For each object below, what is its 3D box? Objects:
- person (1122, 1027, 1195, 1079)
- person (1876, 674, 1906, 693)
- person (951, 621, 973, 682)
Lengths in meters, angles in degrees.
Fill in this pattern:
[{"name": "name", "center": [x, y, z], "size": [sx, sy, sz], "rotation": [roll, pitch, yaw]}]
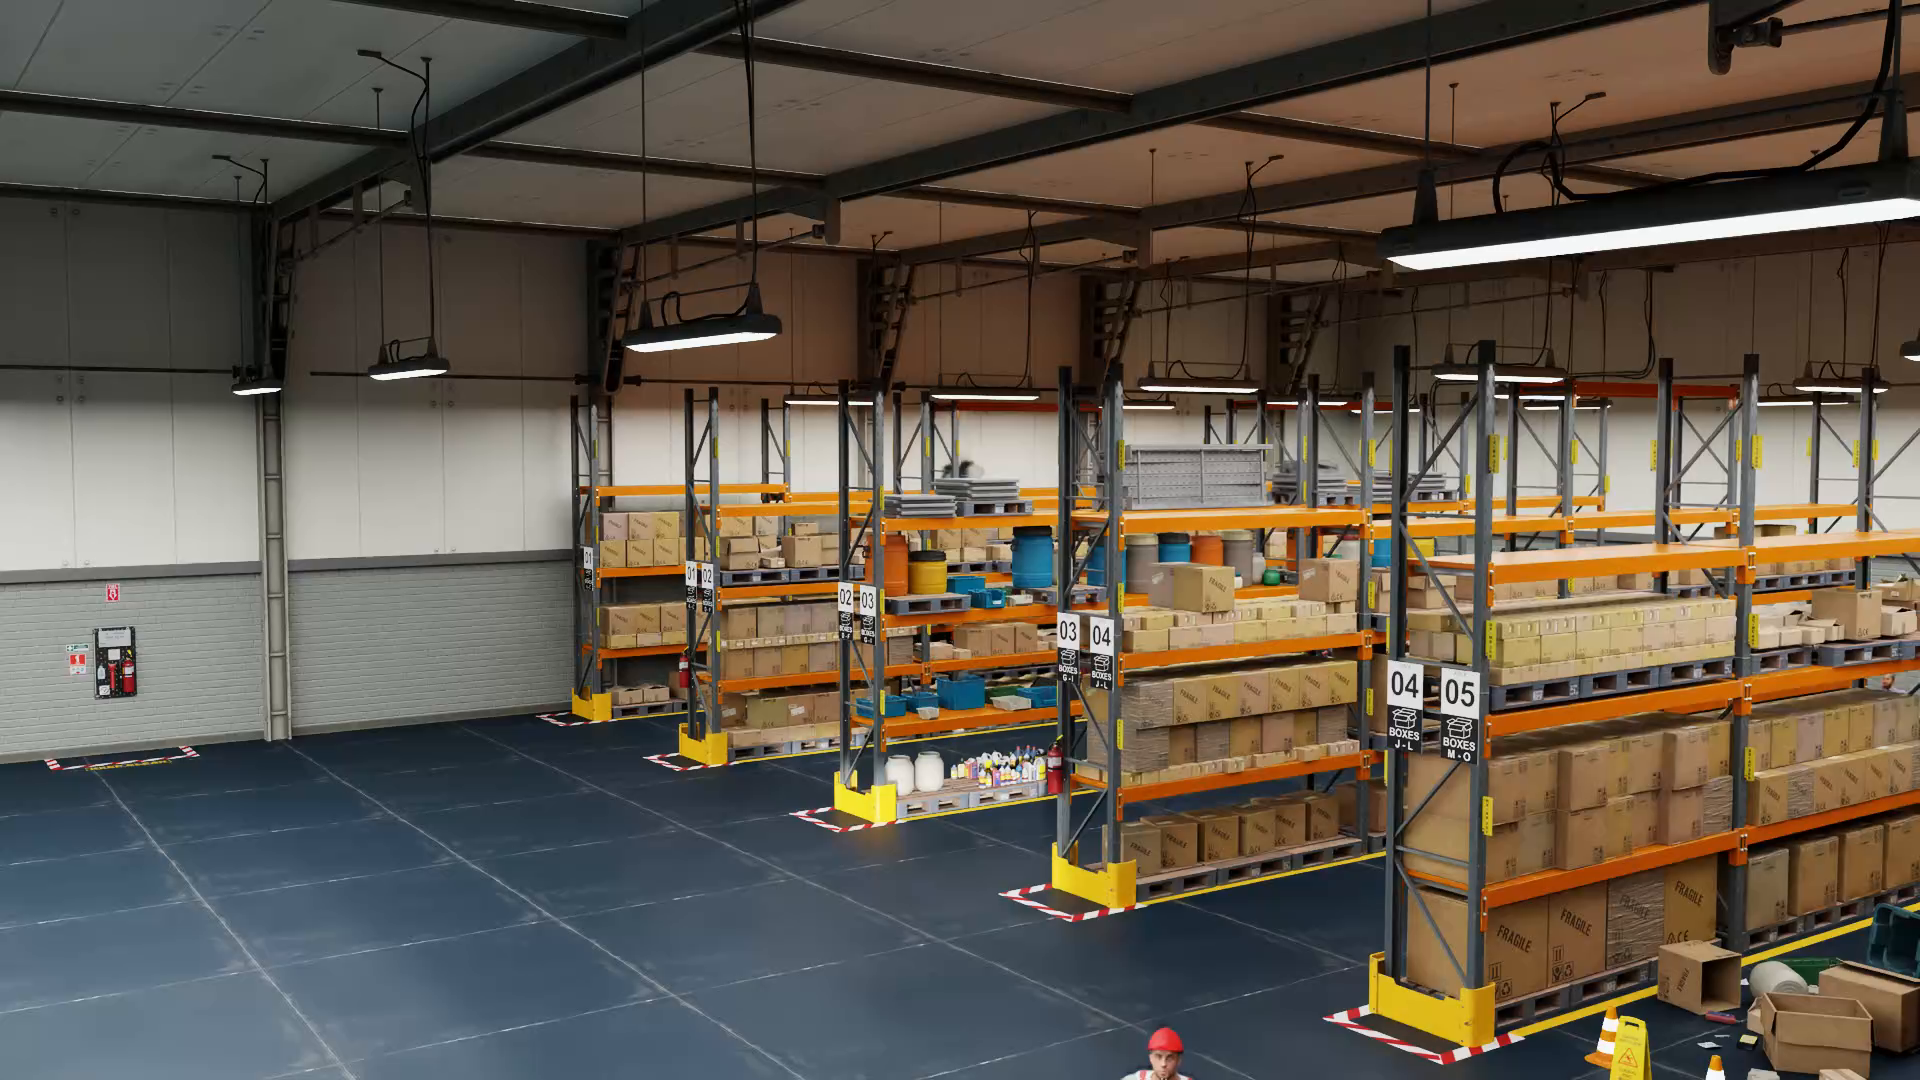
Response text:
[{"name": "person", "center": [1.162, 3.665, 9.486], "size": [0.659, 1.778, 0.996], "rotation": [1, 3, 11]}, {"name": "person", "center": [14.234, 2.840, 25.482], "size": [0.630, 1.592, 0.626], "rotation": [-2, 4, -35]}, {"name": "person", "center": [0.118, 2.355, 31.876], "size": [0.830, 1.844, 0.664], "rotation": [-3, 4, -36]}]
